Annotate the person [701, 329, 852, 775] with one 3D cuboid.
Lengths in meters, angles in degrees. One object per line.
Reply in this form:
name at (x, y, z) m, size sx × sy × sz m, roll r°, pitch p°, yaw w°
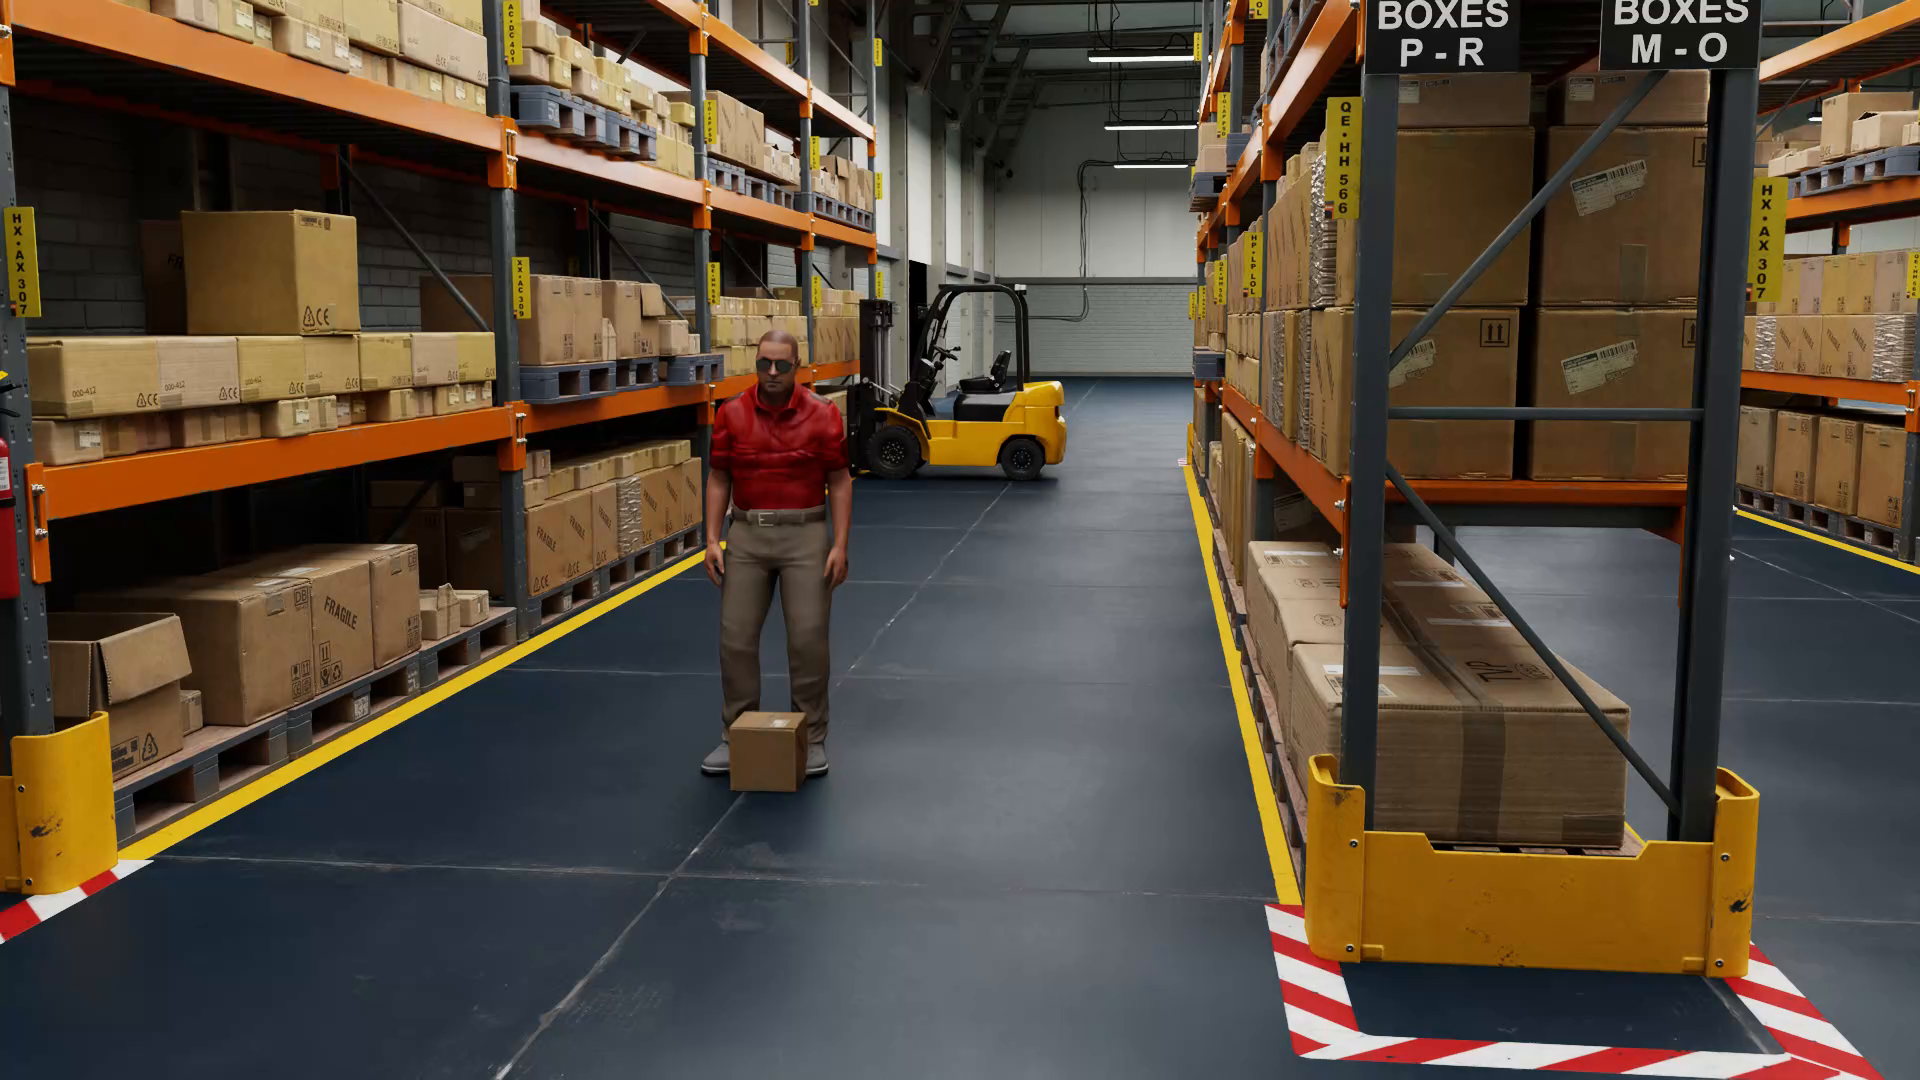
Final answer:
person at (-0.718, 0.042, 6.527) m, size 0.584 × 1.725 × 0.391 m, roll 1°, pitch 8°, yaw 4°
